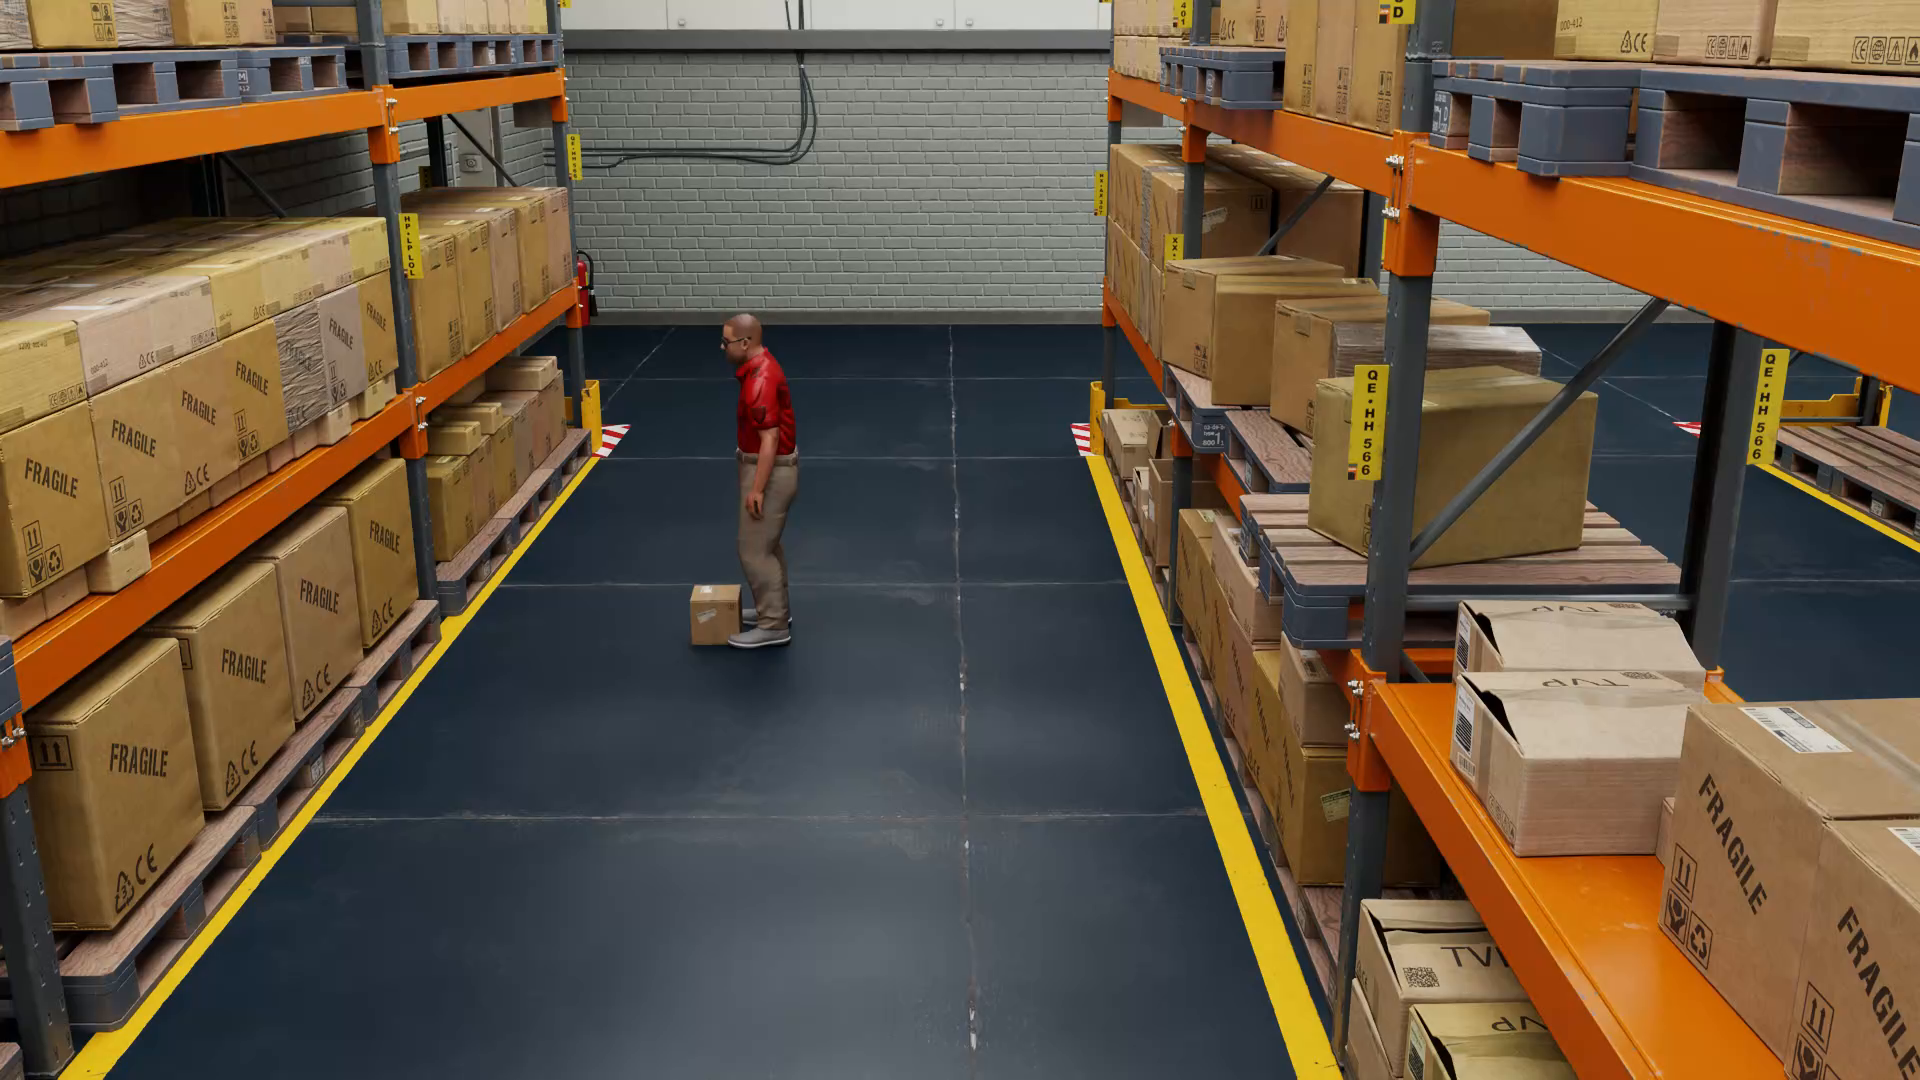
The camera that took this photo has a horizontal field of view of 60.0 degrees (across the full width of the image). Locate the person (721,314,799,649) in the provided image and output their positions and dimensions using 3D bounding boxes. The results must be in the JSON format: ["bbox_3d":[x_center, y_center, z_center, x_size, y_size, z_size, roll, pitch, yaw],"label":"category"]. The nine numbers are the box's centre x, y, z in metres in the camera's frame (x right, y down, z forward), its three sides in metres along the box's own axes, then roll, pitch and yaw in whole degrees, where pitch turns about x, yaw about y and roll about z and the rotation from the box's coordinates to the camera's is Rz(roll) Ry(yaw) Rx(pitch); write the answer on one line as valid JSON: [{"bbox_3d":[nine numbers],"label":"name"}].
[{"bbox_3d":[-1.030,-0.314,8.598,0.393,1.725,0.596,-1,17,-4],"label":"person"}]
